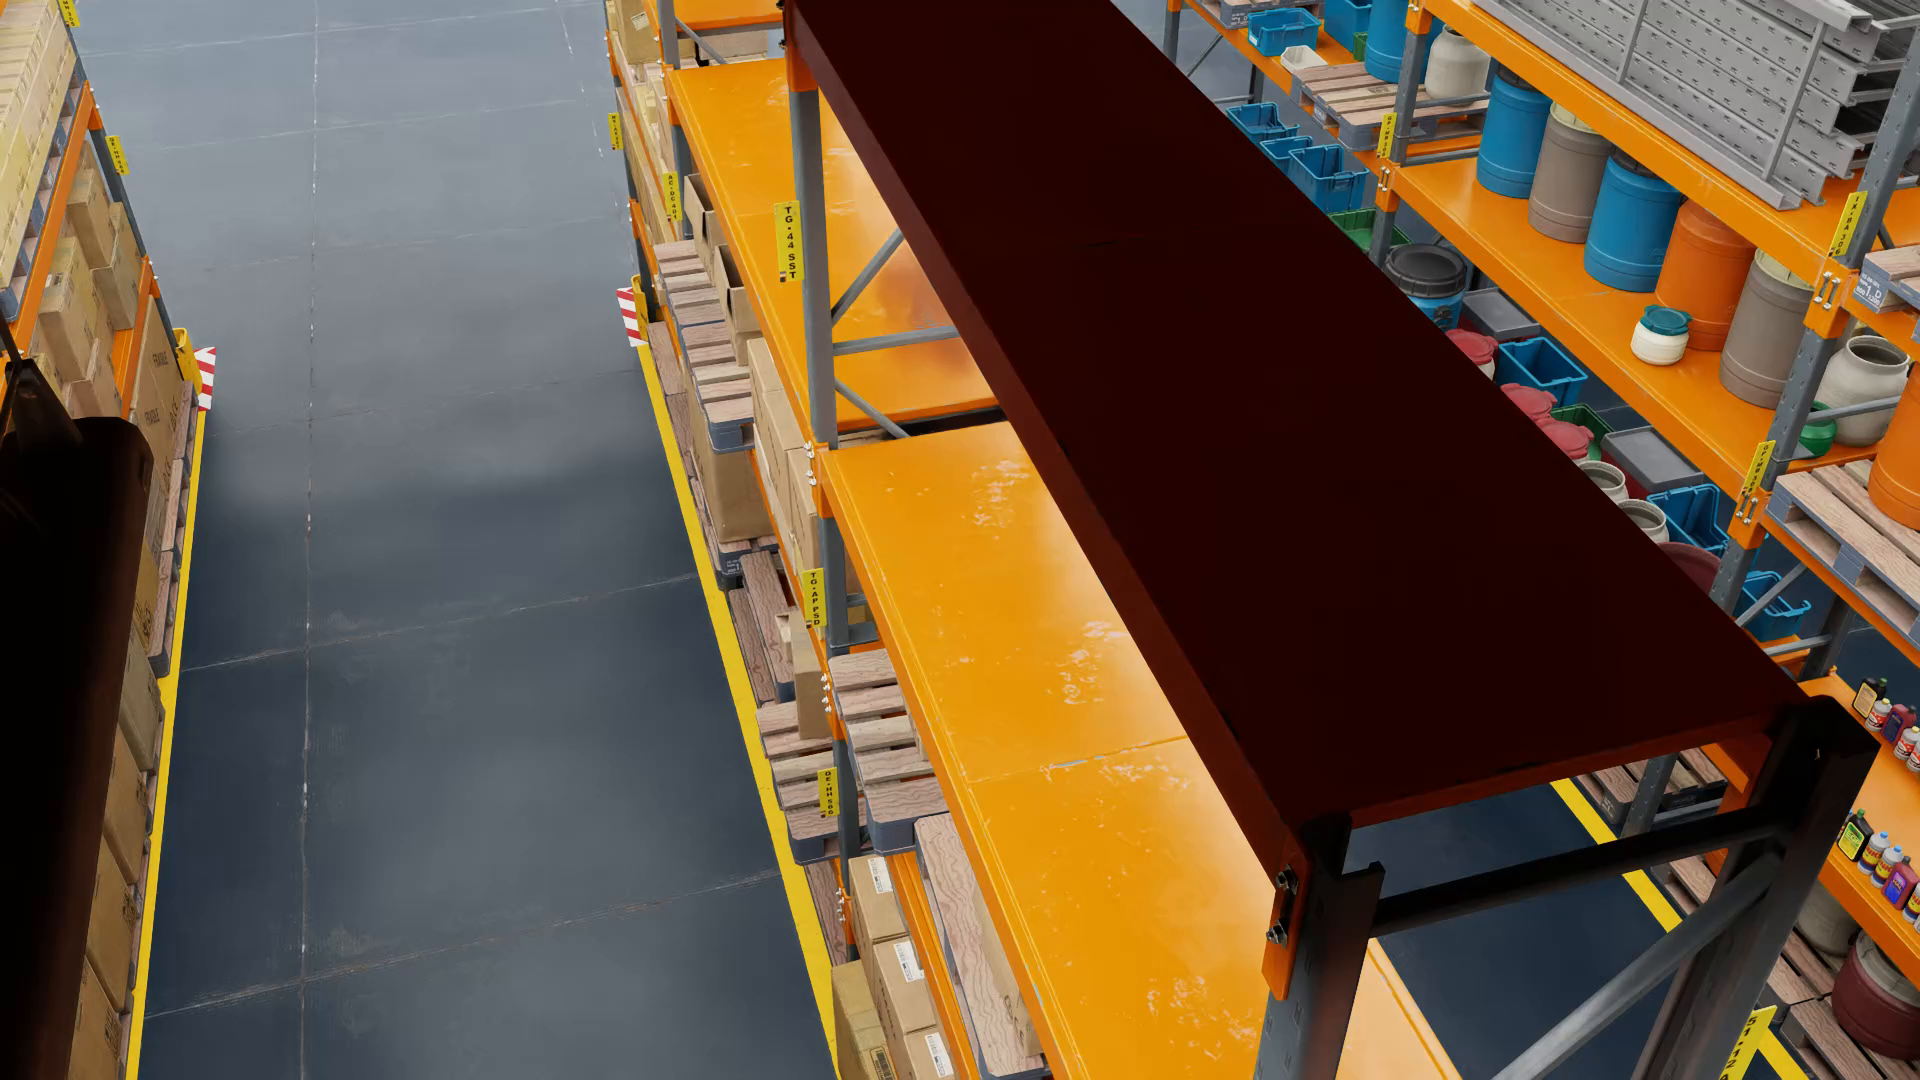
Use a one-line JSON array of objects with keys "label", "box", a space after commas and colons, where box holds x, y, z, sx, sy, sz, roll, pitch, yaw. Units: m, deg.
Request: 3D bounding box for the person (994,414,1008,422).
[{"label": "person", "box": [0.178, -0.356, 11.991, 0.648, 1.655, 0.665, -13, 40, -16]}]
